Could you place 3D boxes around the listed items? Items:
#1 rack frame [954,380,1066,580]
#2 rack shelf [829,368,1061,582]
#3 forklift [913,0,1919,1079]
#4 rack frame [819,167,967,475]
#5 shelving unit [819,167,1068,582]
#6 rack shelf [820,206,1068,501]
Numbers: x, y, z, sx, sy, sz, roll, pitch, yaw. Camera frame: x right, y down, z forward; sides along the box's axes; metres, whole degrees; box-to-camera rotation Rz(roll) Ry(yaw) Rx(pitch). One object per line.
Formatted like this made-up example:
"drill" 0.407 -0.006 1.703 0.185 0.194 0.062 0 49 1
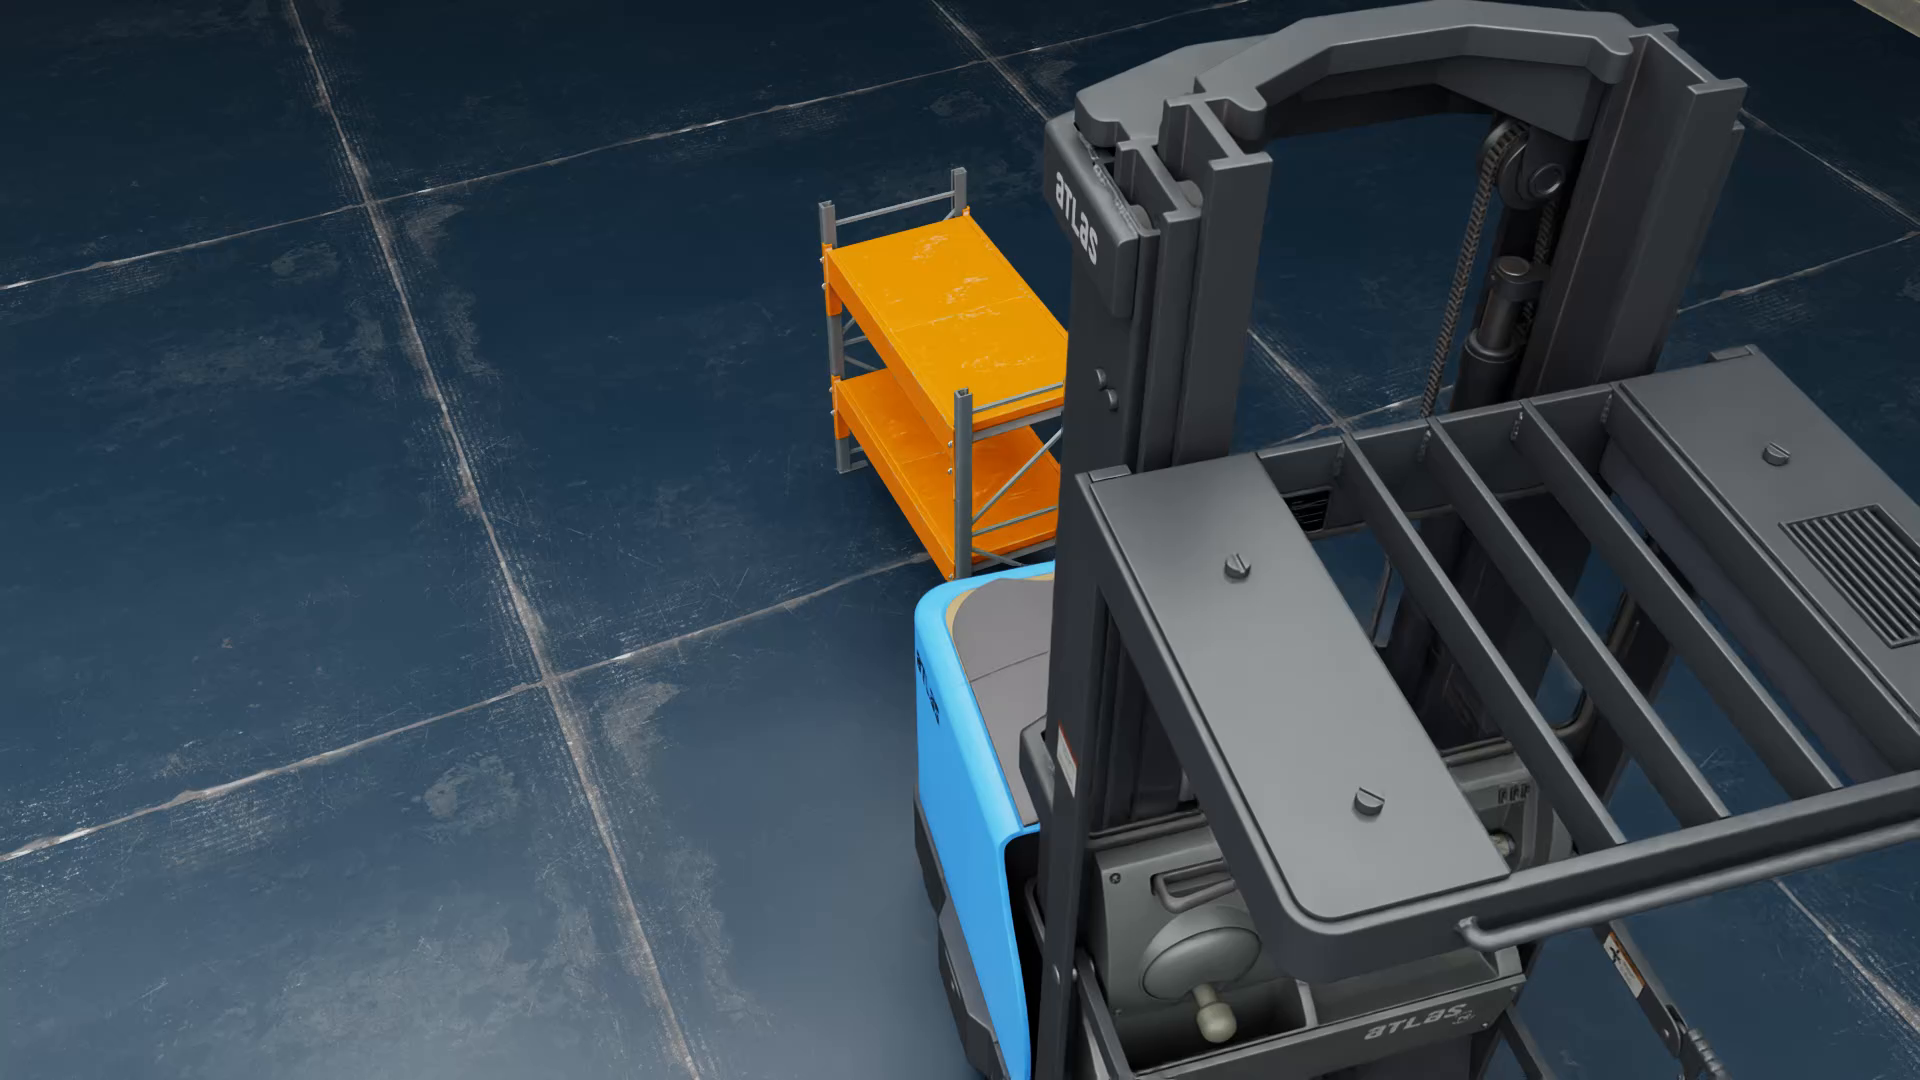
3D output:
"rack frame" 0.217 -0.072 5.022 0.500 1.125 0.032 -18 47 -17
"rack shelf" 0.003 -0.222 5.522 0.538 0.278 1.000 -18 47 -17
"forklift" 0.762 0.743 2.910 1.130 2.935 3.031 -11 46 -11
"rack frame" -0.211 -0.720 5.679 0.500 1.125 0.032 -18 47 -17
"shelving unit" 0.003 -0.396 5.351 0.538 1.125 1.048 -18 47 -17
"rack shelf" 0.003 -0.604 5.145 0.538 0.278 1.000 -18 47 -17
